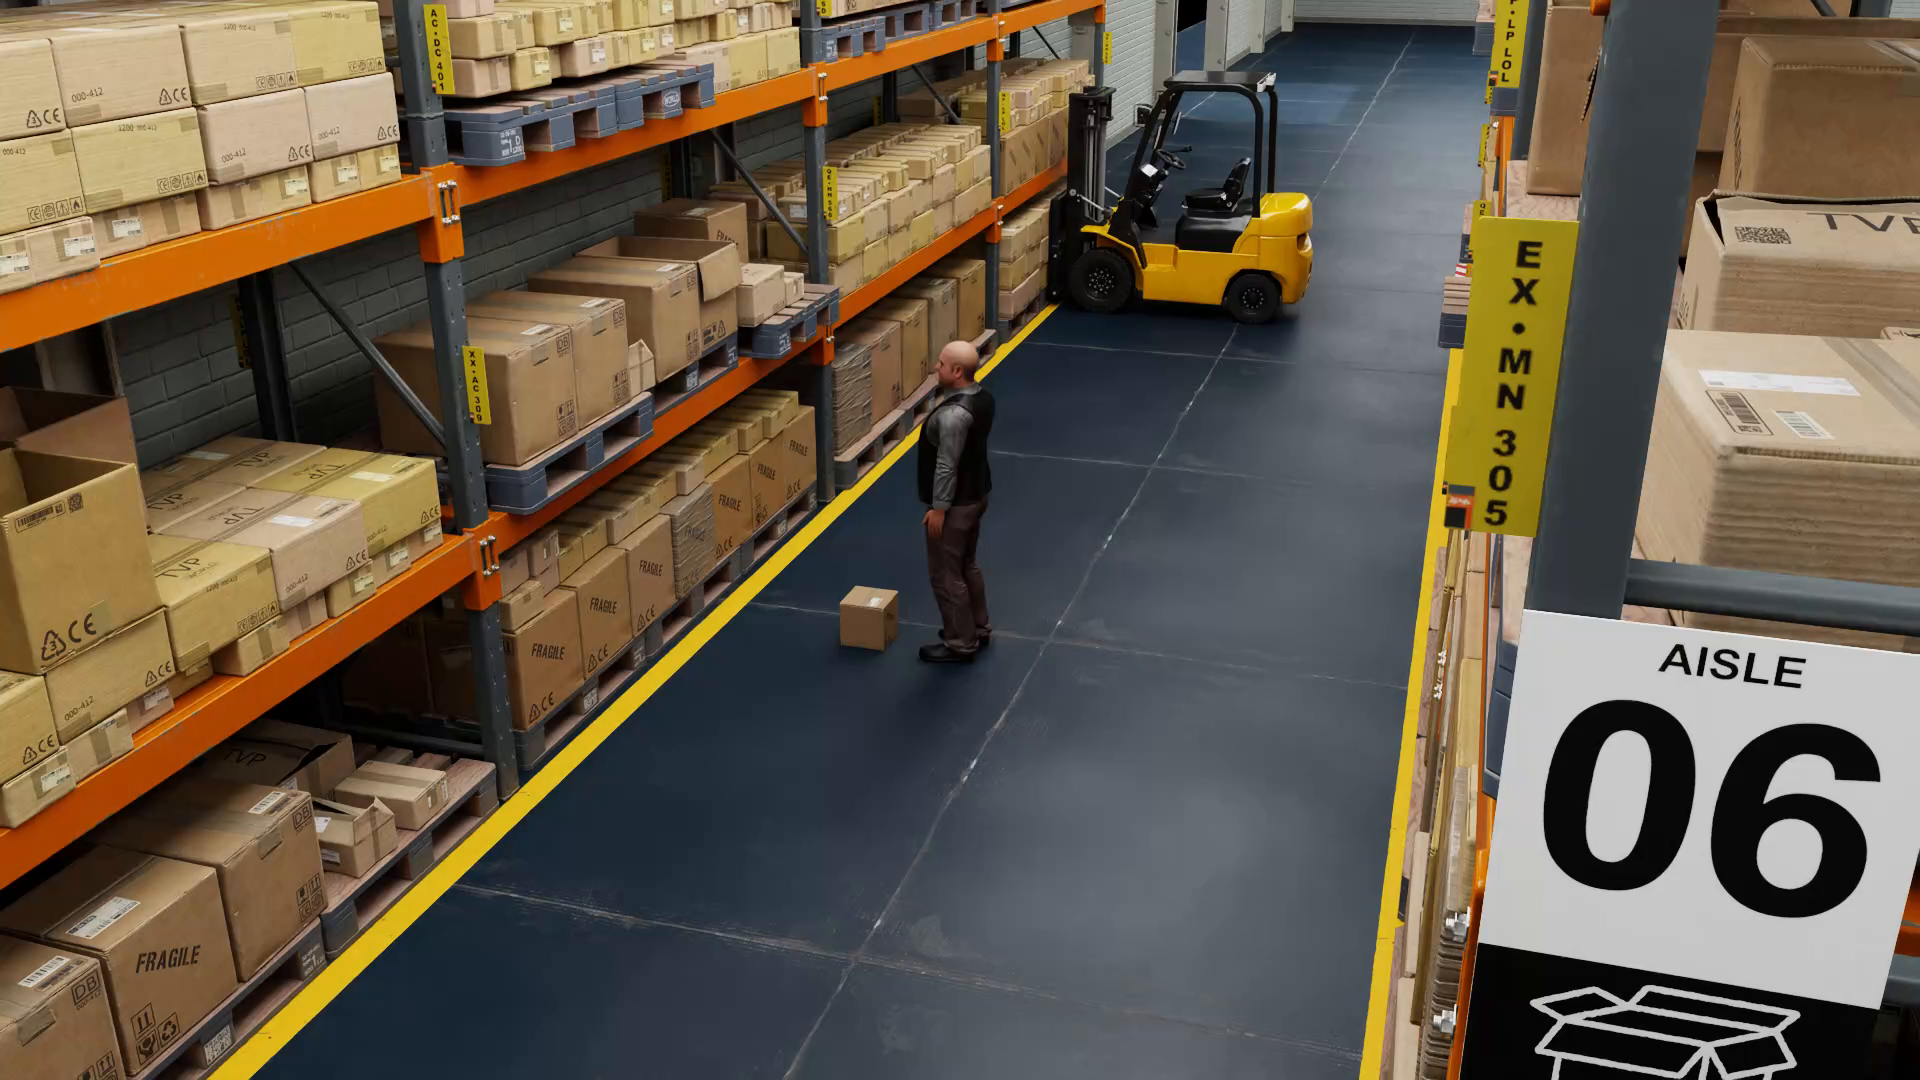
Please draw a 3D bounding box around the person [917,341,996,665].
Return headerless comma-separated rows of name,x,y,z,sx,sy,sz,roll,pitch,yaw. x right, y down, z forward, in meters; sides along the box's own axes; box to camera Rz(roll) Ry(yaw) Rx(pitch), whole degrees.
person,-0.030,-0.193,8.620,0.360,1.720,0.532,7,23,17
